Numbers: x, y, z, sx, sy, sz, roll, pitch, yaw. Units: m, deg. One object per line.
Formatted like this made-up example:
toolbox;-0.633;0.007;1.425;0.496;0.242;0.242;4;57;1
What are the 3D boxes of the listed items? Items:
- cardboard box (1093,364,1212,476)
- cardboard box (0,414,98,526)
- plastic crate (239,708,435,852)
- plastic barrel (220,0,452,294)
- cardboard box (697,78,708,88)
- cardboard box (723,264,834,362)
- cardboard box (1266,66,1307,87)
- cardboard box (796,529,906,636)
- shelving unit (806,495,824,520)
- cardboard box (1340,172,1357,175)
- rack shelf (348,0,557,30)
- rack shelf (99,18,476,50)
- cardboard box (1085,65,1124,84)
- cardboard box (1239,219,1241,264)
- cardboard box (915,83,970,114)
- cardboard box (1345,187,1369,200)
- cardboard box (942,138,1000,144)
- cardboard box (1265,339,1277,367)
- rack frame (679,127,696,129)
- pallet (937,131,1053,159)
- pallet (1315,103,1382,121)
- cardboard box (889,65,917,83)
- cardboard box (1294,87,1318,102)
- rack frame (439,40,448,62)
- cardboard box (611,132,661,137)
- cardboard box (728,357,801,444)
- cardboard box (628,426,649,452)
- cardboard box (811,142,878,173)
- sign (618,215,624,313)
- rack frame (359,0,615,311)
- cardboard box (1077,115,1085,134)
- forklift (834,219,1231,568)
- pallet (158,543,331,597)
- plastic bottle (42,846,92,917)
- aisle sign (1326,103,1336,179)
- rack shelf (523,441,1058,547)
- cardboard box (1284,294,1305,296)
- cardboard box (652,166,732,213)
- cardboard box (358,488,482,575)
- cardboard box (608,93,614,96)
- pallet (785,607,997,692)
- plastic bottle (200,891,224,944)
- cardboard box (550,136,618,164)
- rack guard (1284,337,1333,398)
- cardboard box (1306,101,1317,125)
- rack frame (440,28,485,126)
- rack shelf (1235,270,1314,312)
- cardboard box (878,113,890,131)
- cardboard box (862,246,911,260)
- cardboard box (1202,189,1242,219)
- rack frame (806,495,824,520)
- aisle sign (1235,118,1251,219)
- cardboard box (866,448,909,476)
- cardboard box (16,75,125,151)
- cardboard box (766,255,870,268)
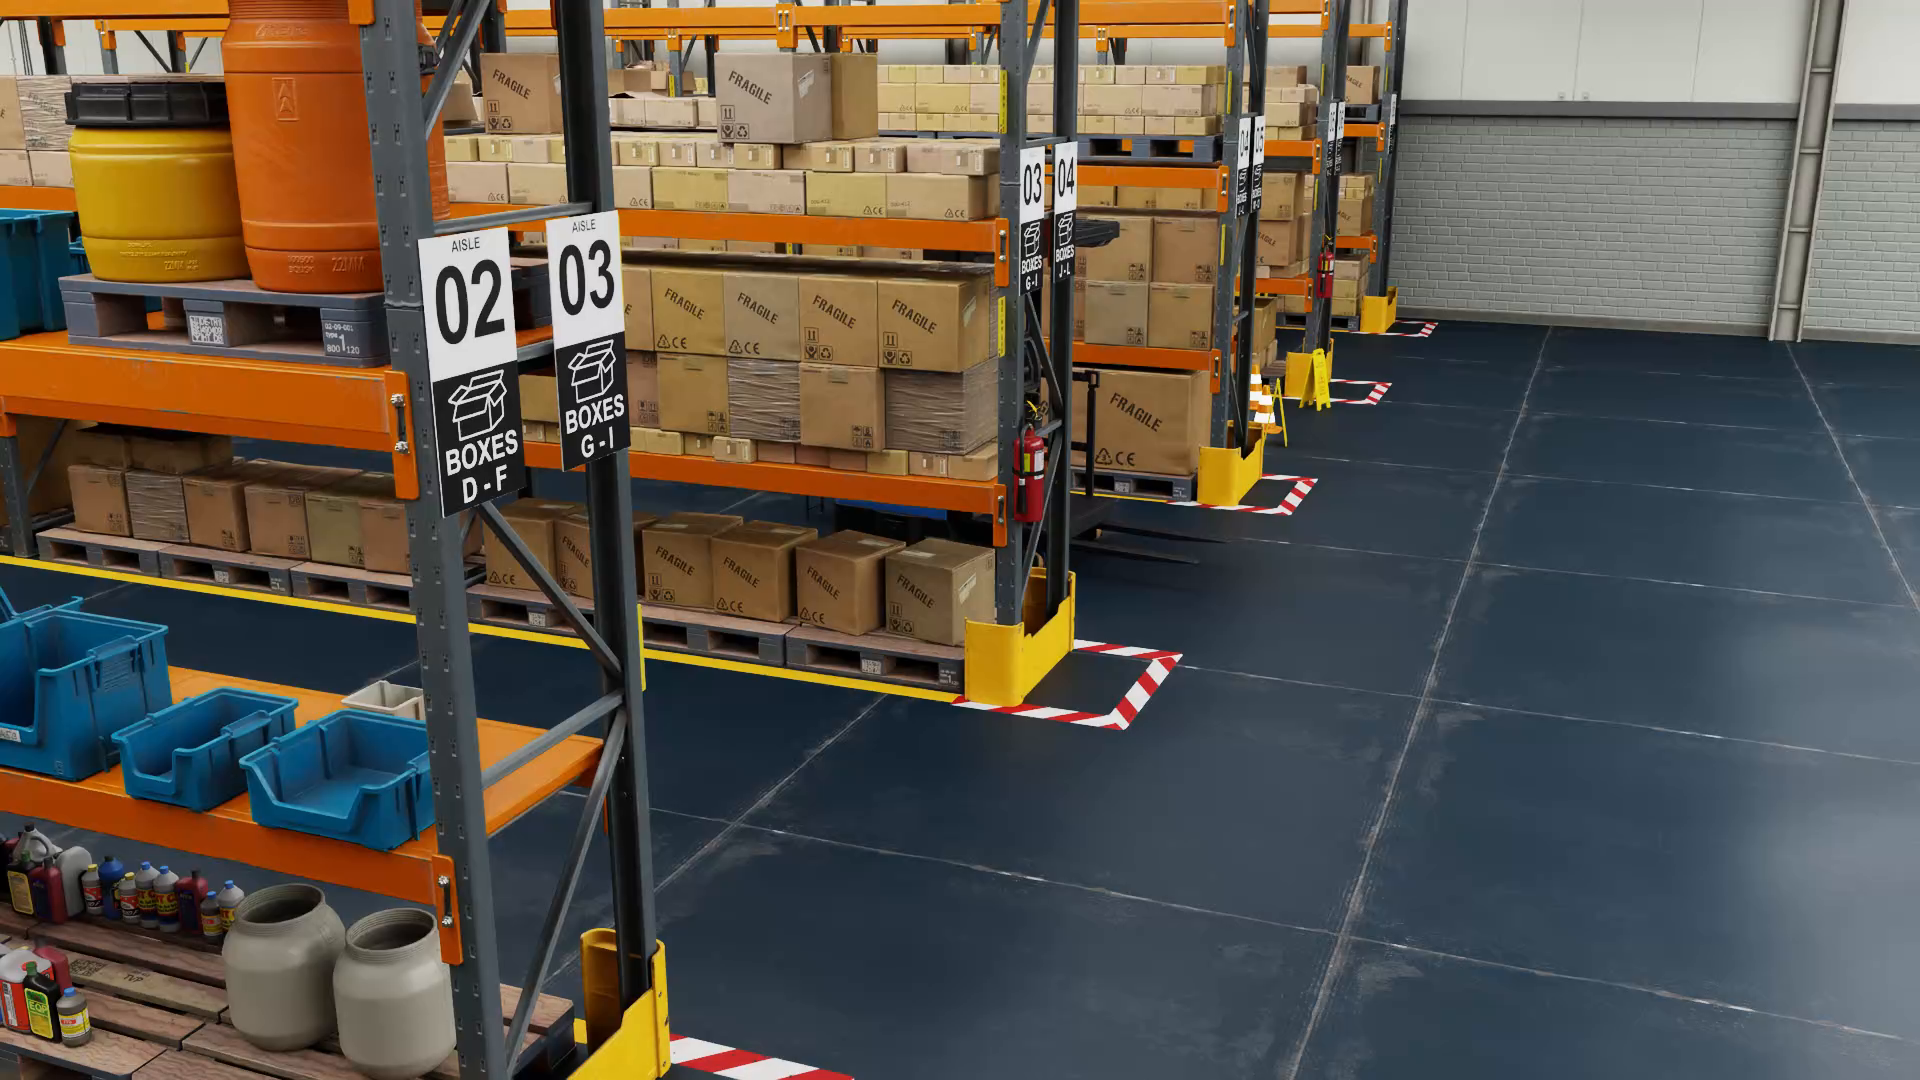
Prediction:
cardboard box;1.712;-1.122;14.717;0.875;0.875;0.875;6;17;21
cardboard box;-7.623;-0.688;13.223;0.875;0.875;1.225;5;17;18
plastic crate;-1.939;0.770;5.409;0.616;0.251;0.499;6;17;21
plastic barrel;-1.863;-1.193;5.001;0.708;0.830;0.600;6;17;21
cardboard box;-3.915;-7.152;26.035;0.250;0.149;0.380;6;17;21
cardboard box;-1.080;-1.378;10.032;0.500;0.500;0.500;6;17;21
cardboard box;4.490;-6.322;23.077;0.500;0.500;0.700;6;17;21
cardboard box;-0.690;0.265;10.609;0.500;0.500;0.500;12;20;35
shelving unit;-0.996;-0.741;13.574;0.503;1.200;0.258;9;19;29
cardboard box;5.449;-5.106;23.506;0.250;0.149;0.380;7;18;23
rack shelf;-3.225;-1.876;5.504;4.000;0.370;1.077;6;17;21
rack shelf;-6.935;-5.255;17.143;4.000;0.370;1.077;6;17;21
cardboard box;1.218;-3.866;13.818;0.250;0.149;0.380;7;17;22
cardboard box;3.019;-3.410;18.828;0.500;0.500;0.500;6;17;21
cardboard box;-0.062;-3.834;14.422;0.500;0.250;0.500;6;17;20
cardboard box;5.482;-4.793;22.961;0.250;0.149;0.380;7;17;21
cardboard box;0.076;-2.313;9.933;0.250;0.149;0.380;7;17;22
cardboard box;3.440;-2.218;19.614;0.500;0.250;0.500;6;17;20
rack frame;-3.353;-4.001;21.577;0.127;3.000;1.000;6;17;21
pallet;0.534;-3.484;14.574;1.213;0.211;1.003;6;17;21
pallet;5.259;-5.948;23.060;1.213;0.211;1.003;6;17;21
cardboard box;-0.431;-4.048;14.443;0.250;0.149;0.380;6;17;20
cardboard box;3.834;-4.975;18.571;0.250;0.149;0.380;6;17;20
rack frame;-8.977;-8.989;27.995;0.127;3.000;1.000;6;17;21
cardboard box;-2.113;-2.548;10.743;0.250;0.149;0.380;6;17;19
cardboard box;-1.007;-0.949;10.351;0.500;0.500;0.875;6;17;21
cardboard box;-2.006;-0.680;10.586;0.250;0.149;0.380;6;17;21
cardboard box;-0.656;-2.196;9.533;0.250;0.149;0.380;6;17;21
sign;-1.158;-0.915;5.550;0.005;0.325;0.100;6;17;21
rack frame;-1.364;-2.209;4.643;0.127;3.000;1.000;6;17;21
cardboard box;0.986;-3.509;14.017;0.250;0.149;0.380;6;17;20
forklift;0.539;-1.321;12.466;3.031;2.935;1.130;9;19;29
pallet;-5.131;0.114;12.404;1.213;0.211;1.003;6;17;21
plastic bottle;-3.752;1.421;6.996;0.135;0.276;0.152;7;17;22
aisle sign;4.041;-4.350;18.114;0.004;0.787;0.394;6;17;21
rack shelf;-1.407;-0.472;10.709;4.000;0.370;1.077;6;17;21
cardboard box;4.877;-3.615;23.527;0.500;0.250;0.500;6;17;20
cardboard box;-1.497;-2.120;9.984;0.500;0.250;0.500;6;17;20
cardboard box;-3.831;-0.101;11.837;0.500;0.500;0.700;5;17;16
cardboard box;-3.538;-4.120;15.831;0.500;0.311;0.500;6;17;20
pallet;-0.360;0.626;10.638;1.213;0.211;1.003;6;17;21
plastic bottle;-3.033;1.527;6.762;0.097;0.201;0.097;0;16;0
cardboard box;-2.317;-2.412;10.276;0.250;0.149;0.380;7;18;22
rack guard;4.019;-1.990;19.133;0.348;0.500;1.175;6;17;21
cardboard box;3.719;-4.815;18.734;0.500;0.250;0.500;6;17;20
rack frame;-5.075;-5.588;16.282;0.127;3.000;1.000;6;17;21
rack shelf;2.229;-3.042;19.563;4.000;0.370;1.077;6;17;21
cardboard box;-0.667;-3.690;14.643;0.250;0.149;0.380;6;17;21
cardboard box;-0.469;-2.816;15.287;0.550;0.550;0.875;6;17;21
cardboard box;3.066;-3.903;18.733;0.500;0.500;0.700;6;17;21
rack frame;-1.207;-0.775;13.691;0.015;1.200;0.240;9;19;29
aisle sign;2.323;-3.052;13.644;0.004;0.787;0.394;6;17;21
cardboard box;-0.371;-0.506;9.986;0.250;0.149;0.380;6;17;21
cardboard box;-6.175;-2.992;11.644;0.500;0.500;0.500;6;17;21
cardboard box;-0.887;-1.515;10.504;0.500;0.500;0.500;6;17;21
